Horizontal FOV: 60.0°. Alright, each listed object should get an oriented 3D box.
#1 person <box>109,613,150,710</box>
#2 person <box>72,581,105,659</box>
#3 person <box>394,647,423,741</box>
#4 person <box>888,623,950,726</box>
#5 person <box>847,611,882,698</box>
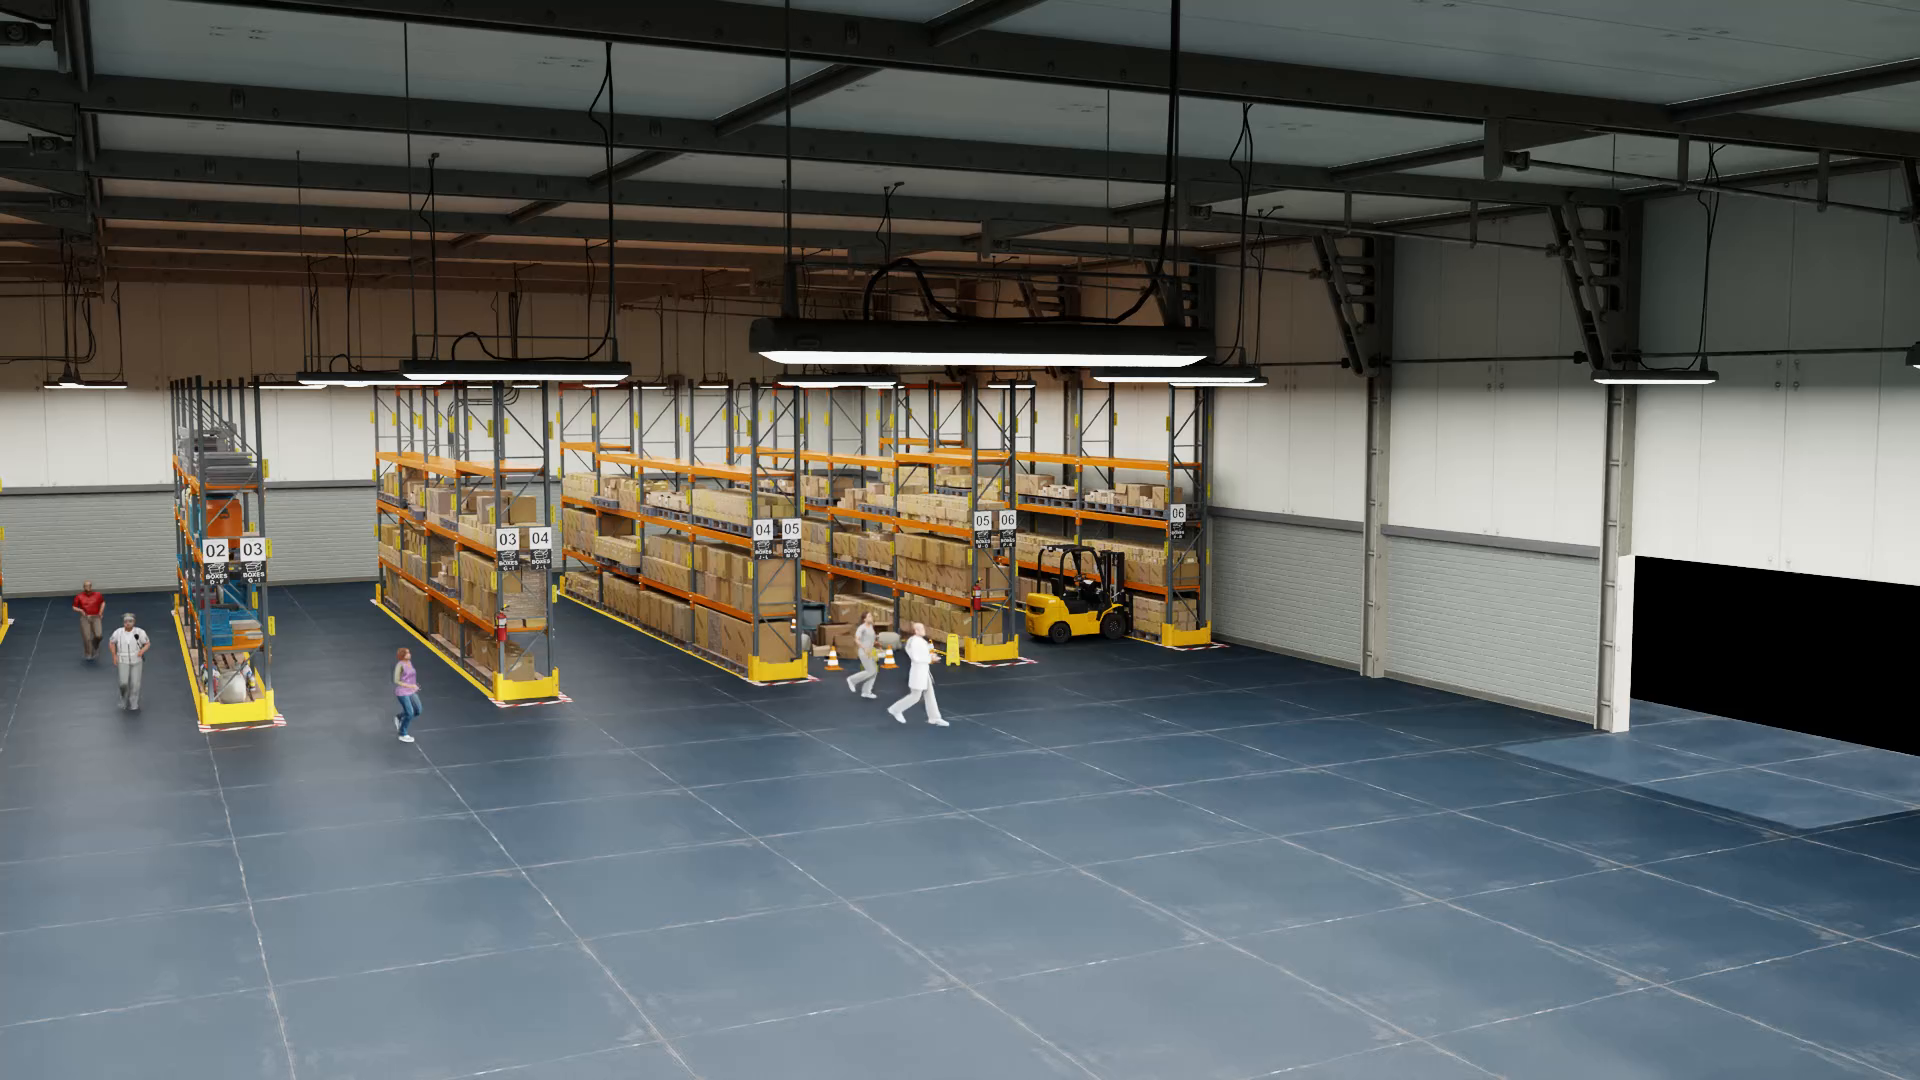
[{"bbox_3d":[-14.931,2.187,29.933,0.667,1.756,0.625,-3,6,-27],"label":"person"},{"bbox_3d":[-18.558,1.720,35.499,0.645,1.685,0.604,-4,6,-35],"label":"person"},{"bbox_3d":[-9.085,2.529,27.293,0.544,1.560,0.537,1,5,11],"label":"person"},{"bbox_3d":[-0.706,2.297,28.358,1.049,1.779,0.710,1,5,8],"label":"person"},{"bbox_3d":[-1.784,2.141,31.251,0.611,1.640,0.561,2,5,22],"label":"person"}]
